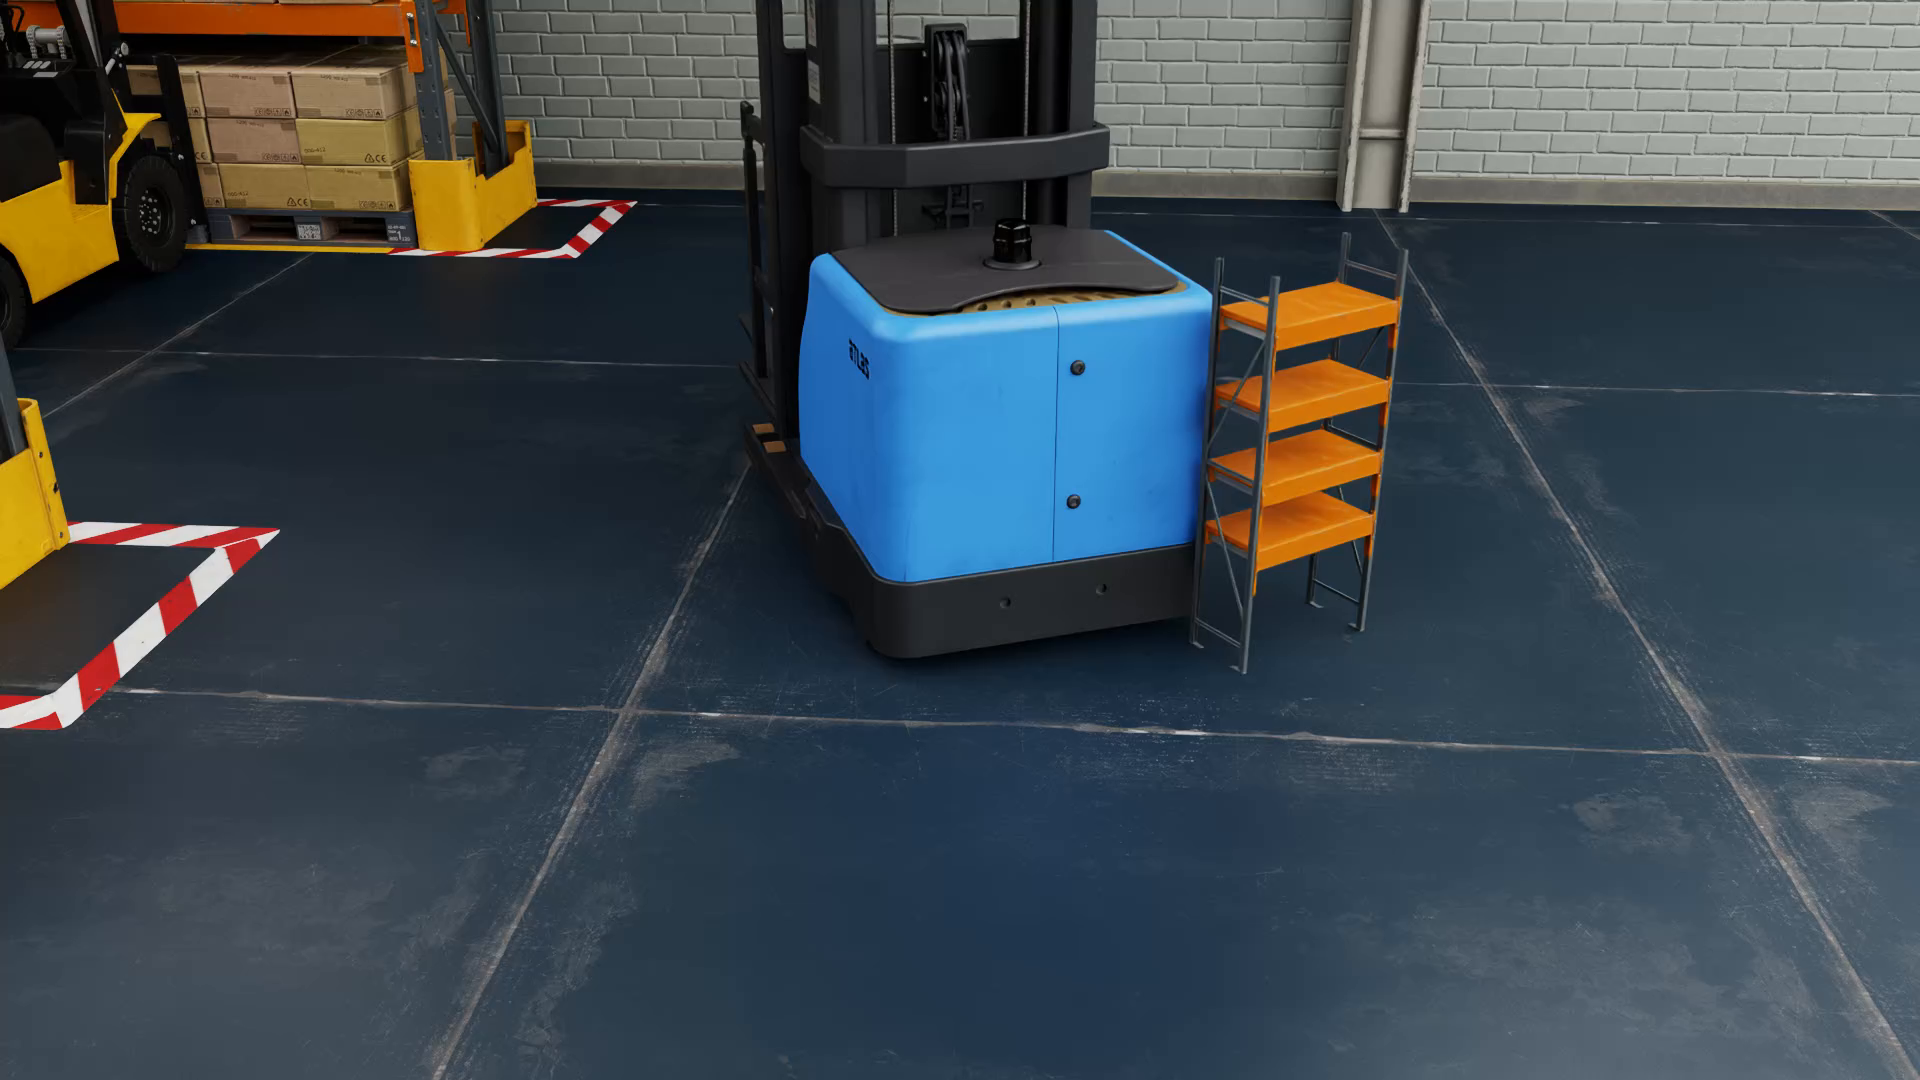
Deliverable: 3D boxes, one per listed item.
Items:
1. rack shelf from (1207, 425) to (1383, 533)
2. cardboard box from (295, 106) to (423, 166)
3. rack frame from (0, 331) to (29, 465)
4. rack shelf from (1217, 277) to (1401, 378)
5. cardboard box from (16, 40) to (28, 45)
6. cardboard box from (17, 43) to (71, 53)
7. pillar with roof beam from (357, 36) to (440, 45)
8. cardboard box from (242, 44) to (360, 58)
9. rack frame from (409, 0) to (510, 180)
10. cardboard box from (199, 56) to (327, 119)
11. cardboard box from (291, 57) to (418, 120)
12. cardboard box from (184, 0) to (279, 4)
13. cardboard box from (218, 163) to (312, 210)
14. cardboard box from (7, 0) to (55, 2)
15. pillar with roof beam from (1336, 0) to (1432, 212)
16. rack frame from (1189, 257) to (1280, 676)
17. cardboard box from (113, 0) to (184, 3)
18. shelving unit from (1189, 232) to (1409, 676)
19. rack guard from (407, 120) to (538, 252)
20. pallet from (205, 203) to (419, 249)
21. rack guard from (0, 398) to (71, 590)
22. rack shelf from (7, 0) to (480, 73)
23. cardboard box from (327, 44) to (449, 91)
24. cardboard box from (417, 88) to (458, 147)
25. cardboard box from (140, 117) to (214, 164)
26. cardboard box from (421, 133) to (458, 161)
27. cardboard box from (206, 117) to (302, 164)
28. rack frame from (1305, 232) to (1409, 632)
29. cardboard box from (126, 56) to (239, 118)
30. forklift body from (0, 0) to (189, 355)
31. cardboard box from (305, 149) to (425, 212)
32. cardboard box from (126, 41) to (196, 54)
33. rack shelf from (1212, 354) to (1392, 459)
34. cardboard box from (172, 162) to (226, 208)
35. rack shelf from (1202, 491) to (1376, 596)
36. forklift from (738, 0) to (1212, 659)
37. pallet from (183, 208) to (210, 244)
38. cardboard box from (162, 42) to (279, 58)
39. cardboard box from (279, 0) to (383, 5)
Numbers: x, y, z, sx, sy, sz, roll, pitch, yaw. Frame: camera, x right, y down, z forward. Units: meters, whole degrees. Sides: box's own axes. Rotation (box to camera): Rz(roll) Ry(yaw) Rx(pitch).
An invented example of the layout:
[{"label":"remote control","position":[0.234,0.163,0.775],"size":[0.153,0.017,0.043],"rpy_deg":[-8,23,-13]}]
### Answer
[{"label":"rack shelf","position":[0.974,-0.185,4.877],"size":[0.480,0.148,0.258],"rpy_deg":[-16,29,-30]},{"label":"cardboard box","position":[-3.342,-2.264,9.270],"size":[0.500,0.250,0.500],"rpy_deg":[2,25,3]},{"label":"rack frame","position":[-3.209,-1.141,4.640],"size":[0.127,3.000,1.000],"rpy_deg":[2,25,4]},{"label":"rack shelf","position":[0.975,-0.603,4.684],"size":[0.480,0.148,0.258],"rpy_deg":[-16,29,-30]},{"label":"cardboard box","position":[-5.809,-2.788,9.812],"size":[0.500,0.250,0.500],"rpy_deg":[1,25,3]},{"label":"cardboard box","position":[-5.306,-2.767,9.765],"size":[0.500,0.250,0.500],"rpy_deg":[2,25,4]},{"label":"pillar with roof beam","position":[-3.788,-4.539,4.848],"size":[0.400,9.000,9.100],"rpy_deg":[2,25,4]},{"label":"cardboard box","position":[-3.796,-2.714,9.651],"size":[0.500,0.250,0.500],"rpy_deg":[2,25,4]},{"label":"rack frame","position":[-2.833,-3.210,9.137],"size":[0.127,3.000,1.000],"rpy_deg":[2,25,4]},{"label":"cardboard box","position":[-3.826,-2.504,9.194],"size":[0.500,0.250,0.500],"rpy_deg":[2,25,5]},{"label":"cardboard box","position":[-3.316,-2.490,9.164],"size":[0.500,0.250,0.500],"rpy_deg":[3,25,6]},{"label":"cardboard box","position":[-3.860,-3.182,8.957],"size":[0.500,0.500,0.500],"rpy_deg":[3,25,6]},{"label":"cardboard box","position":[-3.821,-2.054,9.413],"size":[0.500,0.250,0.500],"rpy_deg":[2,25,4]},{"label":"cardboard box","position":[-4.873,-3.210,9.017],"size":[0.500,0.500,0.500],"rpy_deg":[2,25,4]},{"label":"pillar with roof beam","position":[2.195,-4.347,4.431],"size":[0.400,9.000,9.100],"rpy_deg":[2,25,4]},{"label":"rack frame","position":[0.771,-0.190,4.726],"size":[0.015,1.200,0.240],"rpy_deg":[-16,29,-30]},{"label":"cardboard box","position":[-4.371,-3.198,8.992],"size":[0.500,0.500,0.500],"rpy_deg":[1,25,3]},{"label":"shelving unit","position":[0.974,-0.246,4.849],"size":[0.503,1.200,0.258],"rpy_deg":[-16,29,-30]},{"label":"rack guard","position":[-2.809,-2.073,9.658],"size":[0.348,0.500,1.175],"rpy_deg":[2,25,4]},{"label":"pallet","position":[-3.599,-1.950,9.735],"size":[1.213,0.211,1.003],"rpy_deg":[2,25,4]},{"label":"rack guard","position":[-3.285,-0.008,5.168],"size":[0.348,0.500,1.175],"rpy_deg":[2,25,4]},{"label":"rack shelf","position":[-4.827,-2.947,9.426],"size":[4.000,0.370,1.077],"rpy_deg":[2,25,4]},{"label":"cardboard box","position":[-3.298,-2.700,9.620],"size":[0.500,0.250,0.500],"rpy_deg":[1,25,3]},{"label":"cardboard box","position":[-3.286,-2.480,9.740],"size":[0.500,0.250,0.500],"rpy_deg":[2,25,5]},{"label":"cardboard box","position":[-4.358,-2.292,9.331],"size":[0.500,0.250,0.500],"rpy_deg":[1,25,3]},{"label":"cardboard box","position":[-3.308,-2.248,9.835],"size":[0.500,0.250,0.500],"rpy_deg":[2,25,4]},{"label":"cardboard box","position":[-3.842,-2.284,9.315],"size":[0.500,0.250,0.500],"rpy_deg":[2,25,3]},{"label":"rack frame","position":[1.177,-0.303,4.972],"size":[0.015,1.200,0.240],"rpy_deg":[-16,29,-30]},{"label":"cardboard box","position":[-4.329,-2.516,9.220],"size":[0.500,0.250,0.500],"rpy_deg":[2,25,5]},{"label":"forklift body","position":[-4.863,-2.124,7.794],"size":[1.214,2.155,2.313],"rpy_deg":[2,25,4]},{"label":"cardboard box","position":[-3.326,-2.035,9.370],"size":[0.500,0.250,0.500],"rpy_deg":[2,25,4]},{"label":"cardboard box","position":[-4.804,-2.754,9.737],"size":[0.500,0.250,0.500],"rpy_deg":[1,25,3]},{"label":"rack shelf","position":[0.974,-0.388,4.783],"size":[0.480,0.148,0.258],"rpy_deg":[-16,29,-30]},{"label":"cardboard box","position":[-4.319,-2.074,9.456],"size":[0.500,0.250,0.500],"rpy_deg":[2,25,5]},{"label":"rack shelf","position":[0.973,-0.005,4.961],"size":[0.480,0.148,0.258],"rpy_deg":[-16,29,-30]},{"label":"forklift","position":[-0.192,-1.579,5.676],"size":[1.130,2.935,3.031],"rpy_deg":[-8,26,-16]},{"label":"pallet","position":[-4.812,-1.990,9.822],"size":[1.213,0.211,1.003],"rpy_deg":[2,25,4]},{"label":"cardboard box","position":[-4.294,-2.735,9.696],"size":[0.500,0.250,0.500],"rpy_deg":[2,25,4]},{"label":"cardboard box","position":[-3.344,-3.161,8.912],"size":[0.500,0.500,0.500],"rpy_deg":[1,25,3]}]
